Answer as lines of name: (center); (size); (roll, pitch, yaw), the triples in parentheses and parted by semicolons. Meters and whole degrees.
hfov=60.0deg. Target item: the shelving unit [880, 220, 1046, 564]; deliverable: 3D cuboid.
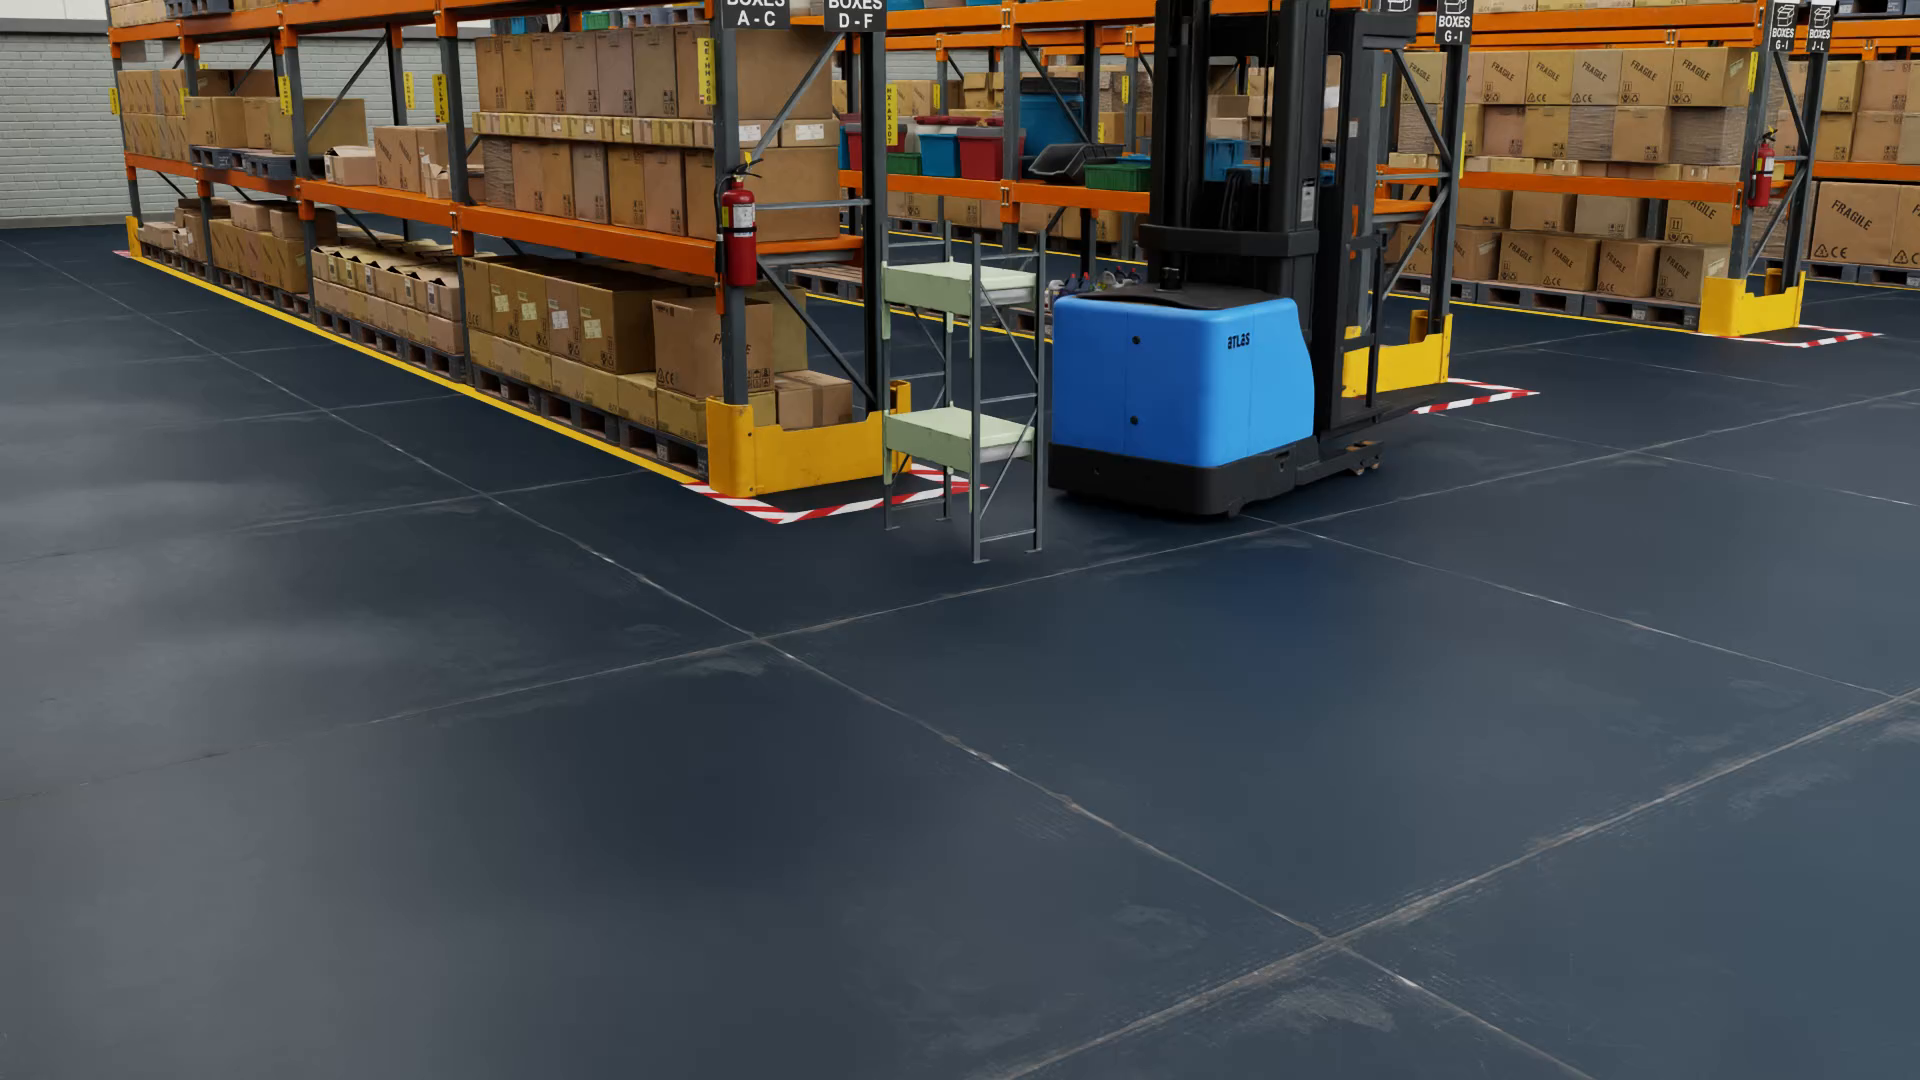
shelving unit: (0.004, -0.722, 7.873); (0.431, 1.500, 0.755); (-11, 19, -35)

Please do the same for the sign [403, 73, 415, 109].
sign: (-5.097, -4.151, 15.367); (0.100, 0.325, 0.005); (-11, 19, -35)

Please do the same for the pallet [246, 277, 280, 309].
pallet: (-6.666, -2.586, 17.126); (1.003, 0.211, 1.213); (-11, 19, -35)

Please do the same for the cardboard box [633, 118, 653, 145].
cardboard box: (-1.671, -2.375, 9.653); (0.380, 0.149, 0.250); (-11, 19, -34)

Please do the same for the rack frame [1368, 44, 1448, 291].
rack frame: (4.823, -4.188, 17.697); (1.000, 3.000, 0.127); (-11, 19, -35)

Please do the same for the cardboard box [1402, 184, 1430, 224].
cardboard box: (6.828, -4.764, 23.267); (1.050, 0.750, 0.750); (-11, 19, -35)

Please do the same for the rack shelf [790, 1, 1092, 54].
rack shelf: (-0.359, -4.947, 16.148); (1.077, 0.370, 4.000); (-11, 19, -35)

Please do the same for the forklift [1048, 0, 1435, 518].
forklift: (1.791, -1.853, 9.294); (1.130, 2.935, 3.031); (12, 20, 38)

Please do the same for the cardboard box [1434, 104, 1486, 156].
cardboard box: (5.303, -4.162, 16.848); (0.875, 0.500, 0.500); (-11, 19, -35)

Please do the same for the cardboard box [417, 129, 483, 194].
cardboard box: (-3.940, -2.979, 13.088); (0.500, 0.500, 0.500); (-9, 18, -31)

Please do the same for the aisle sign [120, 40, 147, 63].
aisle sign: (-10.526, -6.437, 20.988); (0.394, 0.787, 0.004); (-11, 19, -35)

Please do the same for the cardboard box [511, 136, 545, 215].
cardboard box: (-2.611, -2.494, 11.318); (0.700, 0.500, 0.500); (-11, 19, -35)

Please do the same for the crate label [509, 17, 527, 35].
crate label: (-5.958, -7.110, 22.971); (0.408, 0.251, 0.502); (-11, 19, -35)

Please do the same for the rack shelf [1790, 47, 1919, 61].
rack shelf: (15.676, -8.025, 27.394); (1.077, 0.370, 4.000); (-11, 19, -35)

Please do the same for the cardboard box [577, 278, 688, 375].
cardboard box: (-1.996, -1.315, 10.191); (0.500, 0.500, 0.500); (-11, 19, -35)

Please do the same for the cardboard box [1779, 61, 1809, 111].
cardboard box: (9.707, -5.210, 19.099); (0.875, 0.550, 0.550); (-11, 19, -35)

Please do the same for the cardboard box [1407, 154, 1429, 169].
cardboard box: (4.843, -3.919, 17.190); (0.380, 0.149, 0.250); (-11, 19, -35)

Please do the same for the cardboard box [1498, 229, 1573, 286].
cardboard box: (5.797, -2.852, 16.755); (0.500, 0.500, 0.500); (-13, 20, -39)

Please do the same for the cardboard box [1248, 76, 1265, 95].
cardboard box: (5.835, -8.673, 31.998); (0.500, 0.500, 0.500); (-11, 19, -36)

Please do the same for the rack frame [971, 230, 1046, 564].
rack frame: (0.219, -0.644, 7.587); (0.400, 1.500, 0.023); (-11, 19, -35)

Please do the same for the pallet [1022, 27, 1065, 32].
pallet: (1.390, -6.766, 21.790); (1.003, 0.211, 1.213); (-10, 18, -32)

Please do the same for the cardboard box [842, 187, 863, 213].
cardboard box: (-1.257, -5.610, 26.121); (0.875, 0.875, 0.875); (-11, 19, -35)

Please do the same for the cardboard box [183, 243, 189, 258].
cardboard box: (-8.729, -3.345, 19.184); (0.380, 0.149, 0.250); (-11, 19, -35)

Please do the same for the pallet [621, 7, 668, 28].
pallet: (-3.347, -6.331, 20.203); (1.213, 0.211, 1.003); (-11, 19, -35)

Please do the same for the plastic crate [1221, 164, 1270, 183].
plastic crate: (2.255, -2.694, 12.518); (0.499, 0.251, 0.408); (-11, 19, -35)

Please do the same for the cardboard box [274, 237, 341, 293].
cardboard box: (-6.284, -2.676, 16.071); (0.500, 0.500, 0.500); (-10, 18, -32)

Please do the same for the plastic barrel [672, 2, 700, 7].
plastic barrel: (-3.186, -6.705, 20.057); (0.600, 0.588, 0.600); (0, 15, 0)

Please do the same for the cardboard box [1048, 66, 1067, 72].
cardboard box: (1.888, -8.036, 29.108); (0.500, 0.500, 0.500); (-11, 19, -35)

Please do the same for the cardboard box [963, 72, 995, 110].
cardboard box: (0.501, -6.294, 23.299); (0.797, 0.503, 0.637); (-11, 19, -36)

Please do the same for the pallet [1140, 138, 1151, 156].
pallet: (2.976, -4.814, 20.348); (1.213, 0.211, 1.003); (-11, 19, -35)

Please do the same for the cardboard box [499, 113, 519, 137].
cardboard box: (-2.890, -2.817, 11.268); (0.380, 0.149, 0.250); (-11, 19, -36)

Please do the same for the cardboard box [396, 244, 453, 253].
cardboard box: (-4.726, -2.469, 14.766); (0.500, 0.311, 0.500); (-11, 19, -35)

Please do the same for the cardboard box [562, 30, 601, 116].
cardboard box: (-2.041, -2.910, 10.380); (0.700, 0.500, 0.500); (-11, 19, -34)

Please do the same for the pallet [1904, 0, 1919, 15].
pallet: (10.802, -5.643, 17.499); (1.003, 0.211, 1.213); (-11, 19, -35)

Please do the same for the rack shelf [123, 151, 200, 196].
rack shelf: (-9.072, -4.440, 19.979); (1.077, 0.370, 4.000); (-11, 19, -35)

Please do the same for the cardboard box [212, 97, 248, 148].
cardboard box: (-7.343, -4.338, 17.258); (0.700, 0.500, 0.500); (-8, 17, -26)

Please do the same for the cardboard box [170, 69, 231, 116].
cardboard box: (-8.403, -4.958, 18.426); (0.500, 0.500, 0.500); (-11, 19, -34)

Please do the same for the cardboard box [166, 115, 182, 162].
cardboard box: (-8.702, -4.585, 18.956); (0.500, 0.500, 0.500); (-10, 18, -33)

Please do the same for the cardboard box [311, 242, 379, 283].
cardboard box: (-5.474, -2.495, 14.861); (0.500, 0.311, 0.500); (-10, 18, -33)

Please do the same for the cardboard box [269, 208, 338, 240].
cardboard box: (-6.320, -3.049, 16.014); (0.500, 0.250, 0.500); (-10, 18, -32)

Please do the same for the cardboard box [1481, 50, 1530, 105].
cardboard box: (5.471, -4.513, 16.238); (0.500, 0.500, 0.500); (-11, 19, -35)

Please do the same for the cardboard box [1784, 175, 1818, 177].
cardboard box: (14.856, -6.274, 29.020); (0.875, 0.625, 0.625); (-10, 18, -33)

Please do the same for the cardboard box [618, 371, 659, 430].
cardboard box: (-1.698, -0.847, 9.903); (0.500, 0.250, 0.500); (-11, 19, -35)

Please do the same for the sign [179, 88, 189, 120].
sign: (-8.330, -4.692, 17.896); (0.100, 0.325, 0.005); (-11, 19, -35)

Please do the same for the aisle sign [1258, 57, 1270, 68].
aisle sign: (5.992, -9.606, 32.568); (0.394, 0.787, 0.004); (-11, 19, -35)

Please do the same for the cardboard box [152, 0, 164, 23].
cardboard box: (-8.682, -5.905, 18.572); (0.500, 0.250, 0.500); (-11, 19, -35)

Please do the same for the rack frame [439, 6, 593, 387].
rack frame: (-3.192, -2.652, 12.082); (1.000, 3.000, 0.127); (-11, 19, -35)

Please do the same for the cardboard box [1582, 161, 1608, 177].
cardboard box: (6.092, -3.506, 15.681); (0.380, 0.149, 0.250); (-11, 19, -35)

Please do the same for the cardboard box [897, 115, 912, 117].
cardboard box: (-0.659, -6.132, 24.517); (0.500, 0.250, 0.500); (-10, 18, -33)

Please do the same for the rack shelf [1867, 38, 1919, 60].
rack shelf: (14.015, -6.399, 21.456); (1.077, 0.370, 4.000); (-11, 19, -35)

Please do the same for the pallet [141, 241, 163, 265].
pallet: (-9.734, -3.683, 21.132); (1.003, 0.211, 1.213); (-11, 19, -35)

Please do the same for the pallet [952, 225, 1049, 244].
pallet: (0.634, -4.399, 23.748); (1.003, 0.211, 1.213); (-11, 19, -35)

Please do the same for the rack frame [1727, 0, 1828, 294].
rack frame: (7.175, -3.334, 14.576); (1.000, 3.000, 0.127); (-11, 19, -35)

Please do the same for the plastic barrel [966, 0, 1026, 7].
plastic barrel: (0.342, -5.183, 14.700); (0.600, 0.901, 0.708); (-11, 19, -35)

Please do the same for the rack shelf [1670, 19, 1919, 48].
rack shelf: (10.070, -5.609, 18.570); (1.077, 0.370, 4.000); (-11, 19, -35)

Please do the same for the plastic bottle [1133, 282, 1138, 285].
plastic bottle: (1.426, -1.947, 13.691); (0.144, 0.351, 0.185); (-10, 18, -32)

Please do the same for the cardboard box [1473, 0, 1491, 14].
cardboard box: (5.196, -5.315, 16.415); (0.500, 0.250, 0.500); (-11, 19, -35)

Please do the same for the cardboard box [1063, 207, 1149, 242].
cardboard box: (2.082, -4.371, 21.593); (1.225, 0.875, 0.875); (-12, 19, -37)
